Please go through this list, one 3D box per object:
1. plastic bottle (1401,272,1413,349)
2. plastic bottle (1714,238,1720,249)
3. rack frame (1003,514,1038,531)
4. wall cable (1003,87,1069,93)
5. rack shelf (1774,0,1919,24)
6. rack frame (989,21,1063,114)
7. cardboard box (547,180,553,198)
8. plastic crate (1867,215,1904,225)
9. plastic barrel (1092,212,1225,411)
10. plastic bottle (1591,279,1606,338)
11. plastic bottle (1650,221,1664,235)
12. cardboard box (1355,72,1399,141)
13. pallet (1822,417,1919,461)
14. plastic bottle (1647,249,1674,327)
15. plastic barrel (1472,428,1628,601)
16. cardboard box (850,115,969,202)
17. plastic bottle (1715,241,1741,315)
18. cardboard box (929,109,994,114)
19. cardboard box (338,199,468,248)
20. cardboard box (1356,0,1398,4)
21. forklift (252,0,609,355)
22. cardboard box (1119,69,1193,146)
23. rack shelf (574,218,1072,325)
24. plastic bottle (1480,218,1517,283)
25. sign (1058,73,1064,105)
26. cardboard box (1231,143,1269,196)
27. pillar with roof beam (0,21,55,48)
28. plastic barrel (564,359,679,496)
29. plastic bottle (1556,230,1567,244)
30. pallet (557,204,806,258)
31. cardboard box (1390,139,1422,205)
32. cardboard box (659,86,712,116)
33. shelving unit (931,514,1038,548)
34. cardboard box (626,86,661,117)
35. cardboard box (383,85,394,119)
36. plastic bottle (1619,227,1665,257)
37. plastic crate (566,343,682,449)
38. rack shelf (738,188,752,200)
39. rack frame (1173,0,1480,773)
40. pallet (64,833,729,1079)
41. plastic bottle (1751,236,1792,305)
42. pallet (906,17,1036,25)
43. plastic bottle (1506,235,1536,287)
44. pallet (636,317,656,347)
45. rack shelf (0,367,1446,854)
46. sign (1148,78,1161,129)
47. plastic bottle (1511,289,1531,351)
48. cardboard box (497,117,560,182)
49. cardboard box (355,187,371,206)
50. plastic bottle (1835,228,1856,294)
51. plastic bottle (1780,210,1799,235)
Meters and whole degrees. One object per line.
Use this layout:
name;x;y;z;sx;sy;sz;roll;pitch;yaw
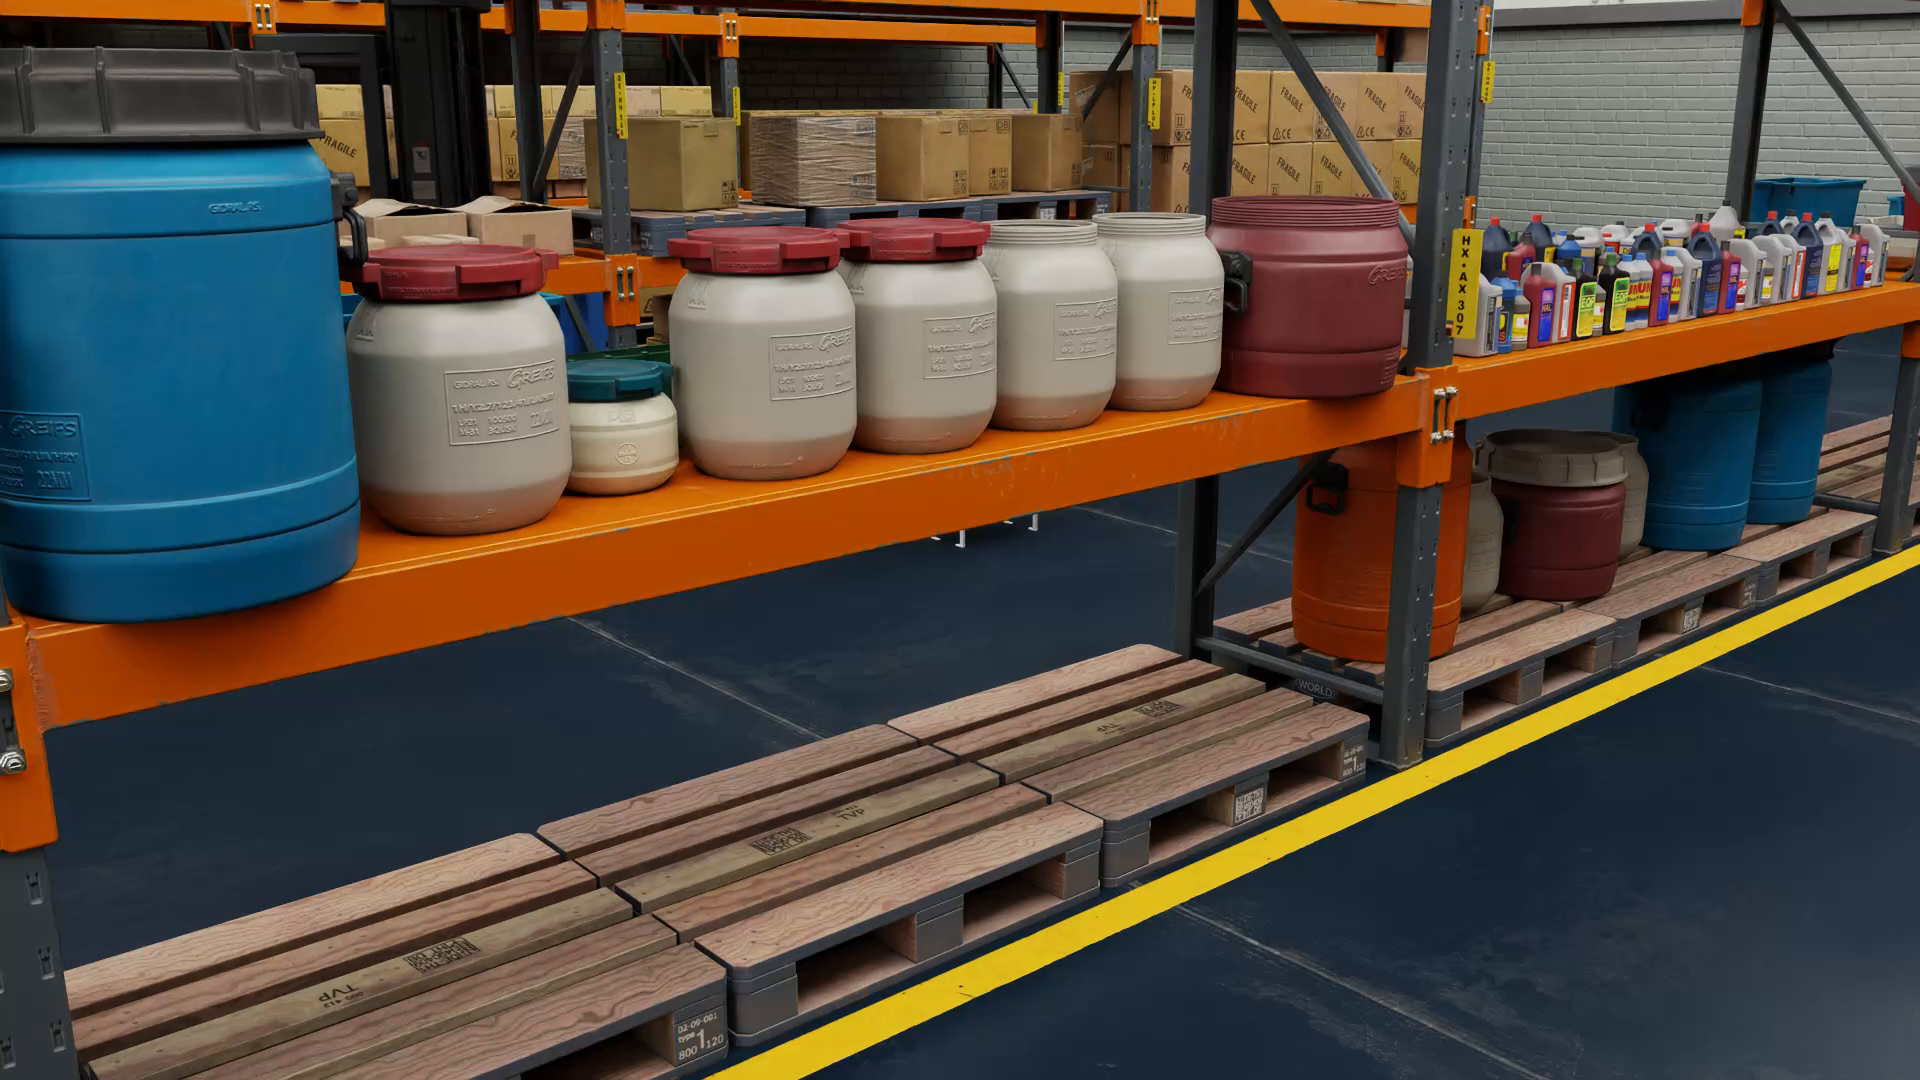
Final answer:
plastic bottle;1.591;-0.779;5.594;0.135;0.276;0.152;-13;19;-39
plastic bottle;3.056;-1.096;6.791;0.097;0.271;0.097;0;15;0
rack frame;0.309;-0.649;8.355;0.015;1.200;0.240;-13;19;-39
wall cable;1.029;-4.975;19.092;1.851;1.984;0.084;-13;19;-39
rack shelf;5.678;-2.917;8.939;4.000;0.370;1.077;-13;19;-39
rack frame;0.684;-4.083;17.722;0.127;3.000;1.000;-13;19;-39
cardboard box;-3.598;-2.932;13.860;0.250;0.149;0.380;-12;19;-38
plastic crate;5.286;-1.731;9.314;0.466;0.136;0.293;-13;19;-39
plastic barrel;0.516;-0.637;4.605;0.421;0.512;0.421;0;15;0
plastic bottle;2.246;-0.828;5.924;0.097;0.201;0.097;0;15;0
plastic bottle;3.189;-1.334;7.680;0.097;0.271;0.097;0;15;0
cardboard box;3.014;-3.347;12.836;0.500;0.500;0.500;-12;19;-38
pallet;5.619;-0.469;9.597;1.213;0.211;1.003;-13;19;-39
plastic bottle;2.592;-0.940;6.181;0.133;0.283;0.061;-13;19;-39
plastic barrel;2.362;-0.114;6.724;0.708;0.588;0.600;-13;19;-39
cardboard box;-0.372;-2.381;10.345;0.700;0.500;0.500;10;18;33
plastic bottle;3.007;-1.033;6.530;0.133;0.283;0.061;-13;19;-39
cardboard box;-0.236;-4.014;16.883;0.700;0.700;0.980;-13;20;-40
cardboard box;-2.899;-1.607;8.626;0.500;0.311;0.500;-13;20;-40
cardboard box;2.971;-4.188;12.593;0.500;0.250;0.500;-13;19;-39
forklift;-3.907;-2.252;11.001;3.031;2.935;1.130;0;15;0
cardboard box;1.461;-2.998;11.529;0.500;0.500;0.500;-12;19;-38
rack shelf;-0.588;-1.755;10.402;4.000;0.370;1.077;-13;19;-39
plastic bottle;2.187;-1.139;6.797;0.185;0.351;0.144;-13;19;-39
sign;1.029;-4.649;17.138;0.005;0.325;0.100;-13;19;-39
cardboard box;1.868;-2.610;12.016;0.500;0.500;0.500;-12;19;-38
pillar with roof beam;-4.074;-4.736;8.543;0.400;9.000;9.100;-13;19;-39
plastic barrel;-0.767;-0.249;3.636;0.301;0.262;0.301;0;15;0
plastic bottle;2.591;-1.200;7.177;0.097;0.271;0.097;0;15;0
pallet;-1.632;-1.799;9.546;1.003;0.211;1.213;-13;19;-39
cardboard box;3.390;-2.950;13.287;0.500;0.500;0.500;-12;19;-39
cardboard box;-2.518;-3.840;14.552;0.500;0.250;0.500;-12;19;-38
shelving unit;0.125;-0.608;8.200;0.503;1.200;0.258;-13;19;-39
cardboard box;-2.910;-3.755;14.235;0.500;0.250;0.500;-12;19;-38
cardboard box;-4.435;-3.409;12.939;0.500;0.250;0.500;-13;20;-40
plastic bottle;2.971;-1.226;7.267;0.135;0.276;0.152;-13;19;-39
plastic crate;-0.737;-0.369;4.229;0.662;0.188;0.450;-13;19;-39
rack shelf;-0.825;-3.396;16.546;4.000;0.370;1.077;-13;19;-39
rack frame;1.152;-0.799;5.428;0.127;3.000;1.000;-13;19;-39
pallet;-1.299;1.085;3.777;1.213;0.211;1.003;-13;19;-39
plastic bottle;3.327;-1.117;6.858;0.135;0.276;0.152;-13;19;-39
pallet;0.131;-5.361;16.868;1.213;0.211;1.003;-13;19;-39
plastic bottle;2.273;-1.091;6.747;0.133;0.283;0.061;-13;19;-39
pallet;-2.867;-1.912;15.001;1.213;0.211;1.003;-13;19;-39
rack shelf;-0.357;-0.112;4.252;4.000;0.370;1.077;-13;19;-39
sign;1.288;-2.893;11.026;0.005;0.325;0.100;-13;19;-39
plastic bottle;1.869;-0.744;5.608;0.097;0.201;0.097;0;15;0
cardboard box;-3.653;-3.222;13.691;0.500;0.500;0.500;-12;19;-38
cardboard box;-4.755;-2.667;12.872;0.250;0.149;0.380;-12;19;-39
plastic bottle;3.809;-1.225;7.263;0.135;0.276;0.152;-13;19;-39
plastic bottle;3.596;-1.261;7.255;0.185;0.351;0.144;-13;19;-39
